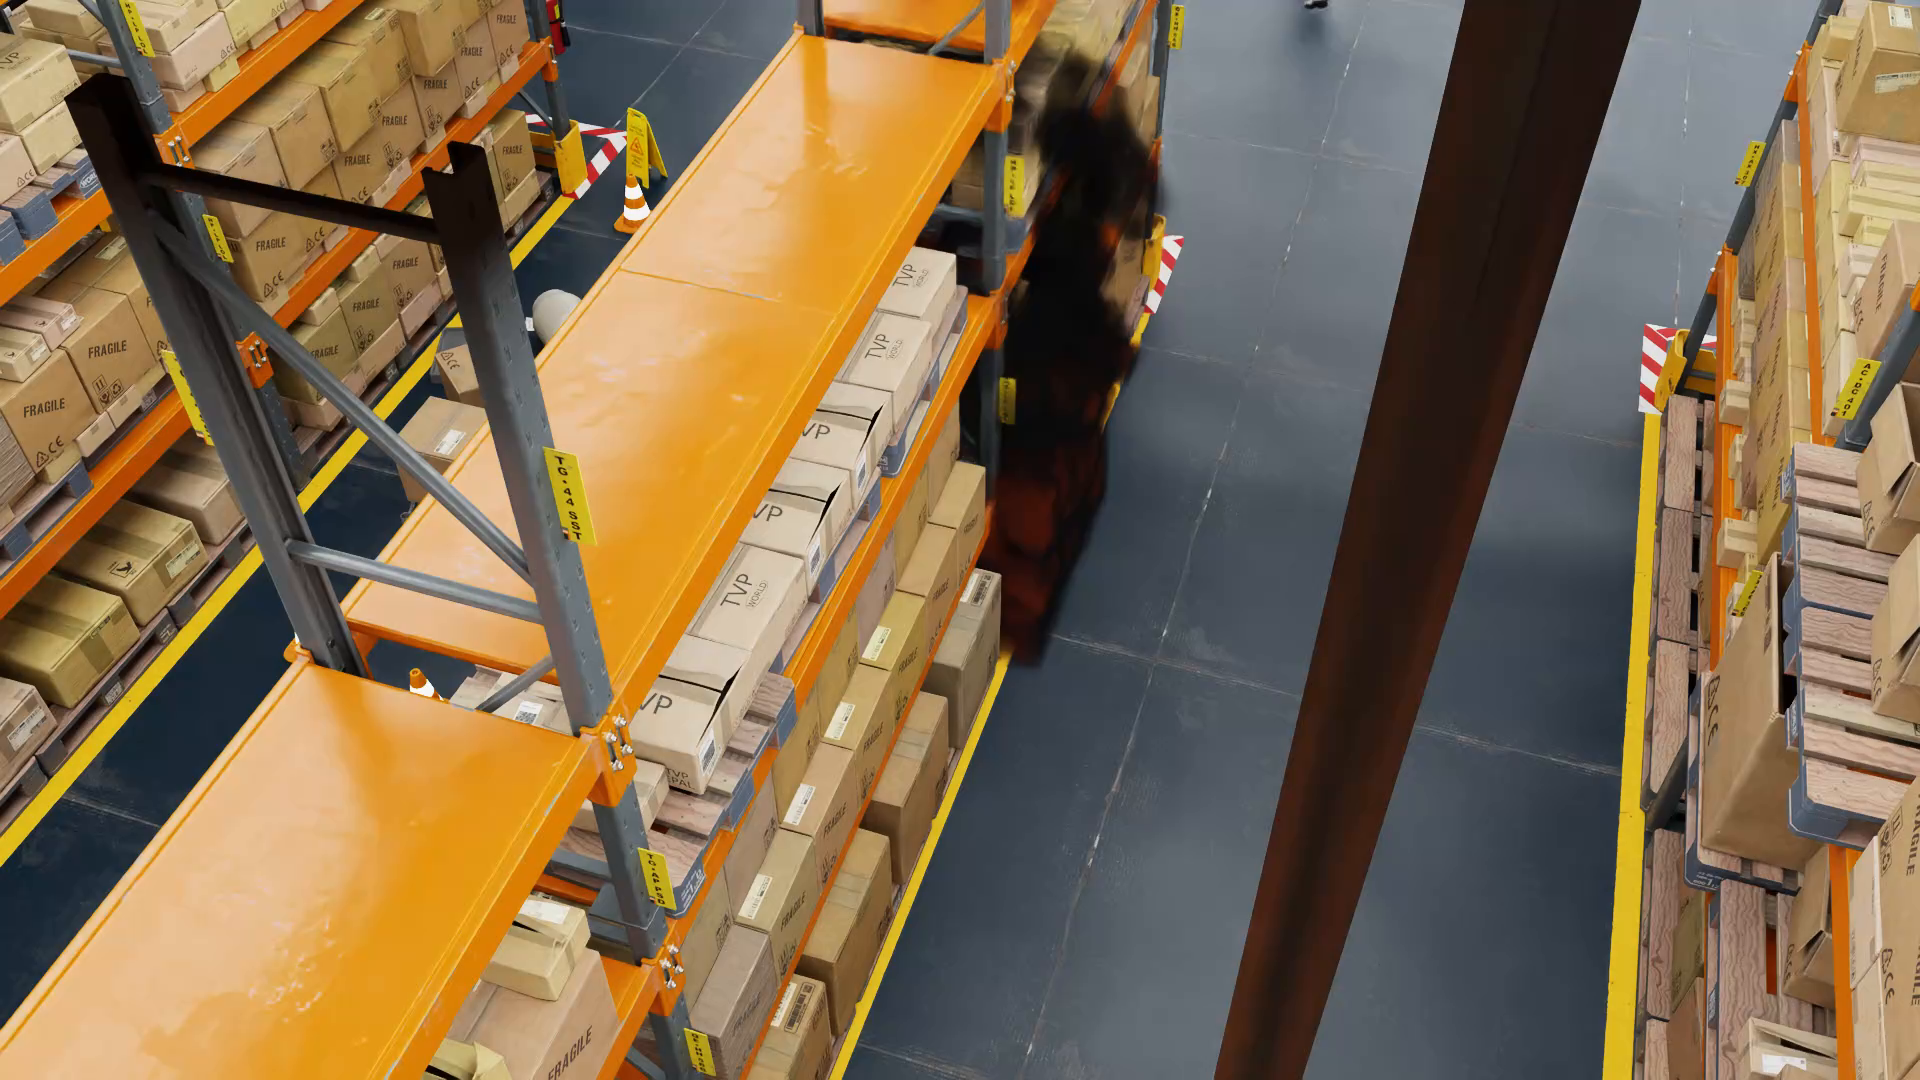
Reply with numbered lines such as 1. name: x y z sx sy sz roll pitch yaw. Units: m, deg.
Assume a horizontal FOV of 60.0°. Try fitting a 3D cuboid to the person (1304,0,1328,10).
1. person: 3.323 -5.865 15.646 0.641 1.756 0.868 -25 51 -23
